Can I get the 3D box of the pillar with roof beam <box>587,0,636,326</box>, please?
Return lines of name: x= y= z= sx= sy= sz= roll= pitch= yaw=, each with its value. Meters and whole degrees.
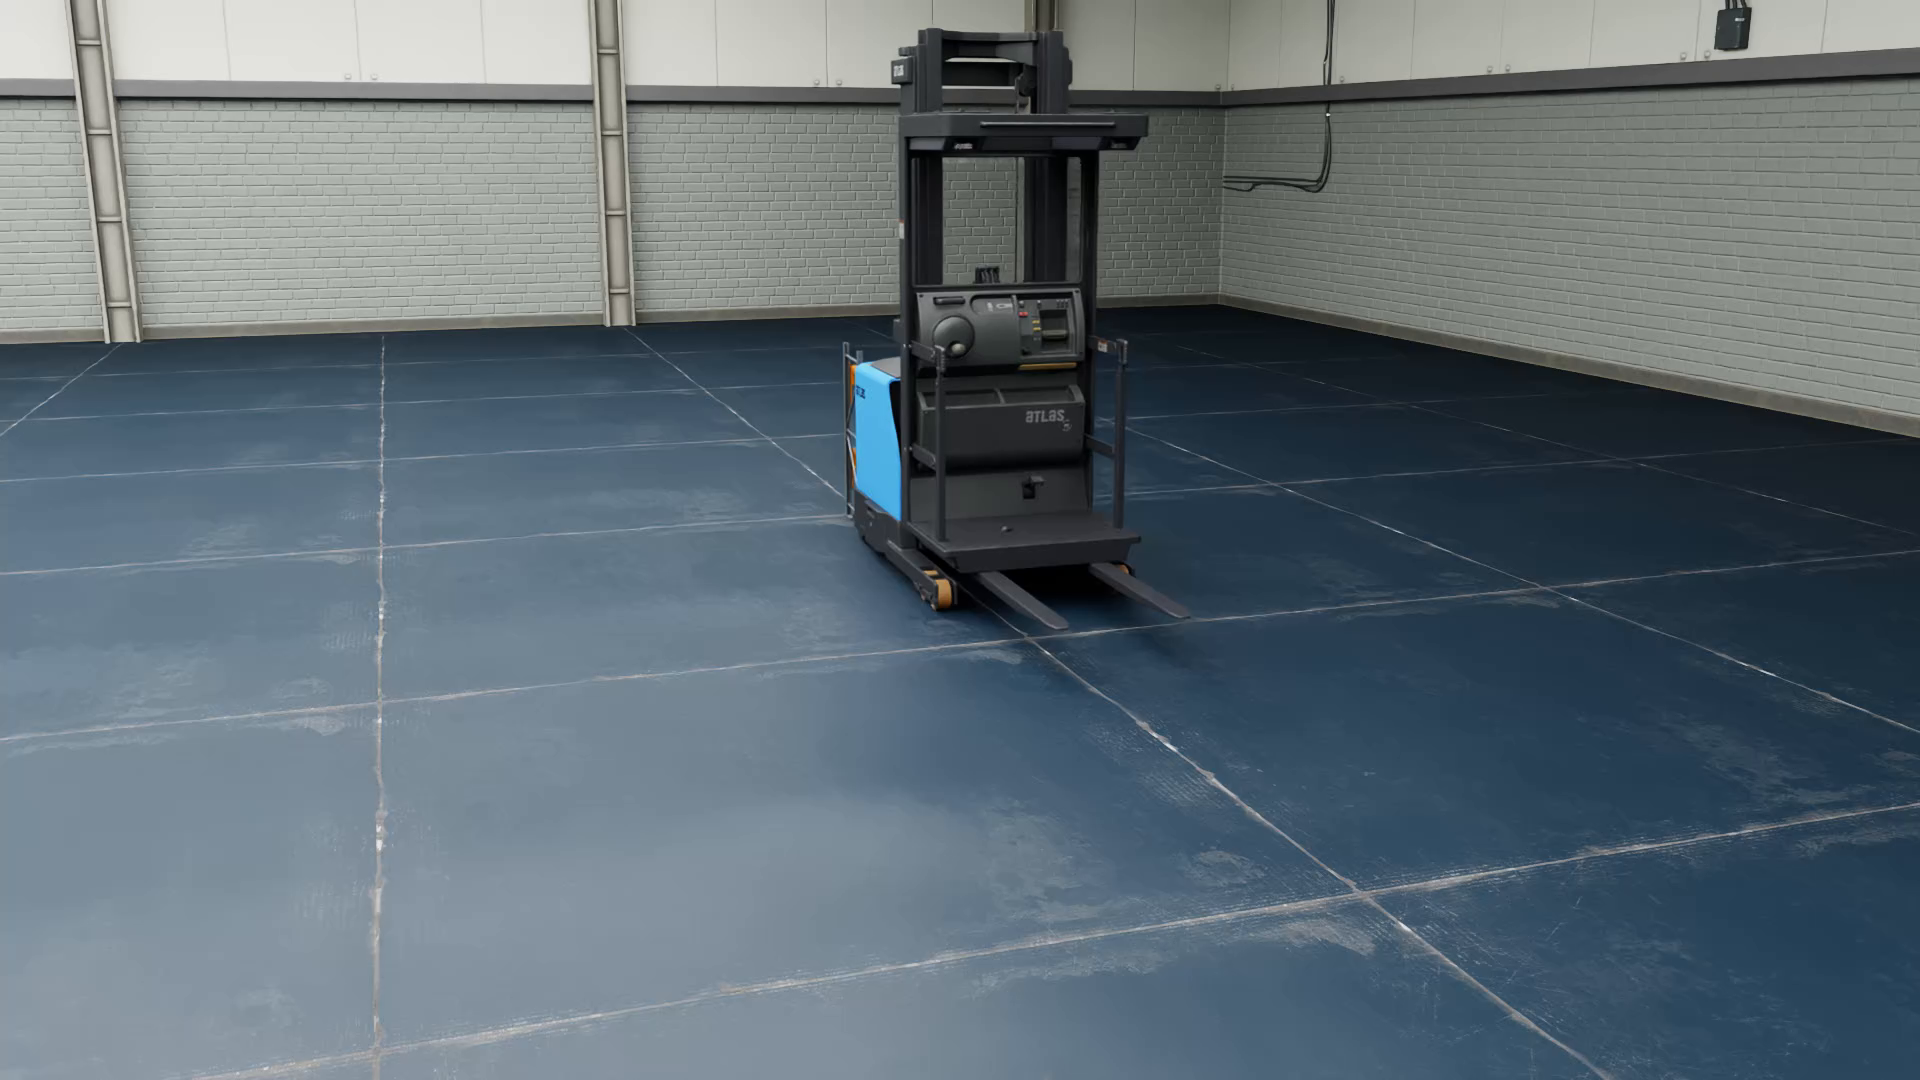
pillar with roof beam: x=-3.178 y=-6.312 z=17.235 sx=0.400 sy=9.000 sz=9.100 roll=-4 pitch=14 yaw=-18

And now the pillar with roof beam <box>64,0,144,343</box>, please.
pillar with roof beam: x=-8.865 y=-5.870 z=15.373 sx=0.400 sy=9.000 sz=9.100 roll=-4 pitch=14 yaw=-18

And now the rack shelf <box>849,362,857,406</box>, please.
rack shelf: x=-0.175 y=-0.969 z=10.520 sx=1.000 sy=0.278 sz=0.538 roll=-3 pitch=14 yaw=-14

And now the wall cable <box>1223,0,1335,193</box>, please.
wall cable: x=4.349 y=-6.116 z=23.120 sx=0.112 sy=2.526 sz=3.097 roll=-4 pitch=14 yaw=-18

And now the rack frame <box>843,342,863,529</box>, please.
rack frame: x=-0.668 y=-0.655 z=10.466 sx=0.032 sy=1.125 sz=0.500 roll=-3 pitch=14 yaw=-14

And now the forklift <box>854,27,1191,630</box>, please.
forklift: x=0.290 y=-1.165 z=8.706 sx=1.130 sy=2.935 sz=3.031 roll=-4 pitch=14 yaw=-17

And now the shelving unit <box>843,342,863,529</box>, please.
shelving unit: x=-0.175 y=-0.684 z=10.588 sx=1.048 sy=1.125 sz=0.538 roll=-3 pitch=14 yaw=-14

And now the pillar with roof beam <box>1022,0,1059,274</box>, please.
pillar with roof beam: x=2.508 y=-6.755 z=19.096 sx=0.400 sy=9.000 sz=9.100 roll=-4 pitch=14 yaw=-18

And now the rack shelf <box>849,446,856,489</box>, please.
rack shelf: x=-0.175 y=-0.446 z=10.644 sx=1.000 sy=0.278 sz=0.538 roll=-3 pitch=14 yaw=-14

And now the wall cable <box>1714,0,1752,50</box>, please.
wall cable: x=7.362 y=-7.198 z=13.609 sx=0.169 sy=6.003 sz=2.305 roll=-4 pitch=14 yaw=-18
